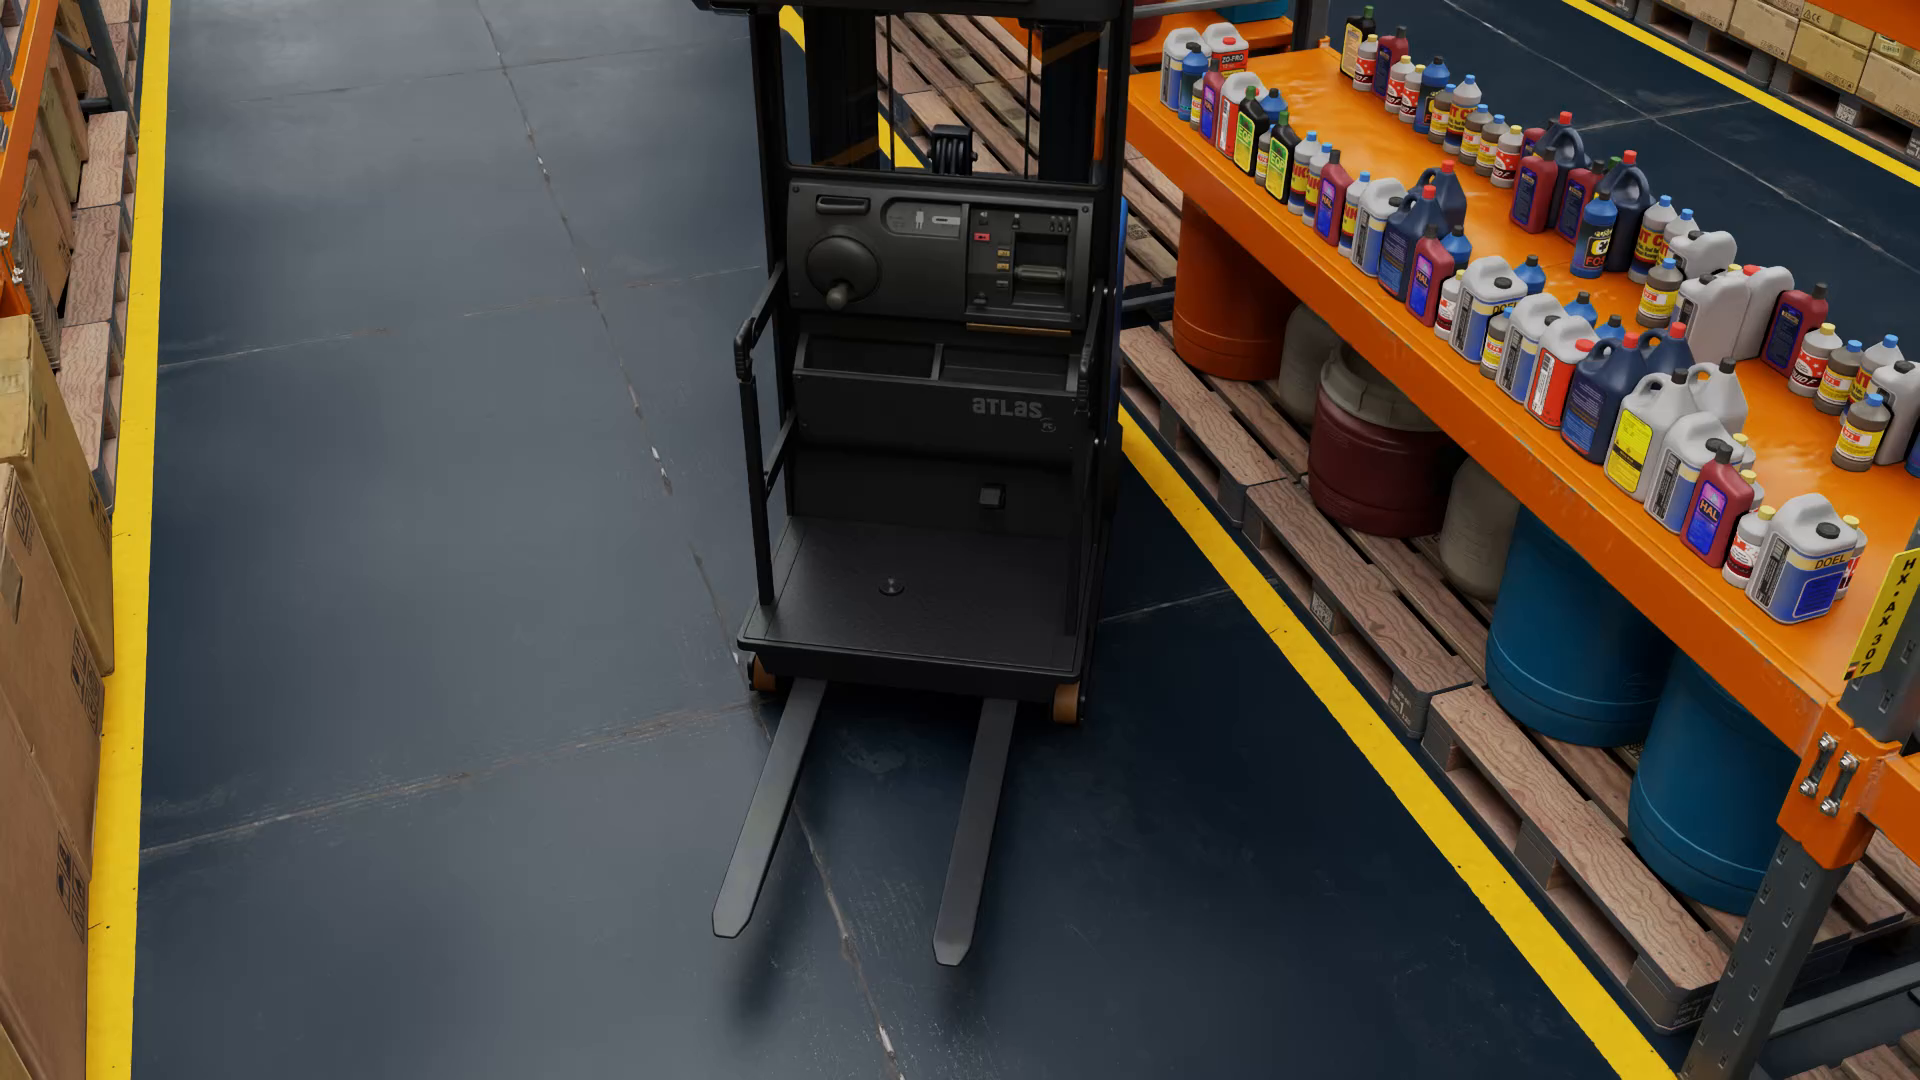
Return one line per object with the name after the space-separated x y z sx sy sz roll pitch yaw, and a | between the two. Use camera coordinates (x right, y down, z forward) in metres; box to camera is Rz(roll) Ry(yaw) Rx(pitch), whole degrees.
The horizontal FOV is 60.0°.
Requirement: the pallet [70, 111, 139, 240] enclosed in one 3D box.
-4.760 -1.794 8.456 1.003 0.211 1.213 -12 39 -16 | pallet

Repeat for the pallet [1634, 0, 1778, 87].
4.987 -3.184 10.301 1.003 0.211 1.213 -12 39 -16 | pallet

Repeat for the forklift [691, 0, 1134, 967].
-0.097 -0.799 4.875 1.130 2.935 3.031 5 37 7 | forklift

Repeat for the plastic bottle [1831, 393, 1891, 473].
2.336 -0.285 4.300 0.097 0.201 0.097 0 37 0 | plastic bottle

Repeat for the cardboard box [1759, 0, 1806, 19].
4.882 -3.253 9.545 0.500 0.311 0.500 -13 39 -16 | cardboard box

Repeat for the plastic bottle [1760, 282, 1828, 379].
2.343 -0.604 4.656 0.061 0.283 0.133 -12 39 -16 | plastic bottle

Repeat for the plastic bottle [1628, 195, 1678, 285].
2.126 -0.923 5.089 0.097 0.271 0.097 0 37 0 | plastic bottle

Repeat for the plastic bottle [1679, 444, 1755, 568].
1.812 -0.084 3.965 0.061 0.283 0.133 -12 39 -16 | plastic bottle

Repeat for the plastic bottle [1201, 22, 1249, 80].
0.986 -1.784 6.228 0.152 0.276 0.135 -12 39 -16 | plastic bottle

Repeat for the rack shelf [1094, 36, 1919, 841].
1.686 -0.696 5.279 1.077 0.370 4.000 -12 39 -16 | rack shelf

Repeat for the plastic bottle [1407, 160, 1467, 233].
1.468 -1.015 5.145 0.144 0.351 0.185 -12 39 -16 | plastic bottle

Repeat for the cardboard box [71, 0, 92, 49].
-5.334 -3.073 9.565 0.500 0.500 0.500 -1 37 -1 | cardboard box

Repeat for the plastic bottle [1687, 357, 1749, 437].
1.886 -0.315 4.216 0.144 0.351 0.185 -12 39 -16 | plastic bottle

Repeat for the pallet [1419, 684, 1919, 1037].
2.148 0.816 4.991 1.003 0.211 1.213 -12 39 -16 | pallet

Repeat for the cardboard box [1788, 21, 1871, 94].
5.059 -2.743 9.335 0.500 0.250 0.500 -13 39 -16 | cardboard box

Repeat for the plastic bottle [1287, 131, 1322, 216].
1.142 -1.212 5.473 0.097 0.271 0.097 0 37 0 | plastic bottle

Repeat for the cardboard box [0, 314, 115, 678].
-3.435 -0.012 5.190 1.225 0.875 0.875 -14 39 -18 | cardboard box

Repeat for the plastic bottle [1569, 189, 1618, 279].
1.957 -0.948 5.122 0.097 0.271 0.097 0 37 0 | plastic bottle

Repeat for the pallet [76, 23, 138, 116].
-5.294 -2.605 9.533 1.003 0.211 1.213 -12 39 -16 | pallet

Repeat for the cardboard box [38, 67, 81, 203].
-4.692 -1.900 7.991 0.700 0.500 0.500 -13 39 -16 | cardboard box

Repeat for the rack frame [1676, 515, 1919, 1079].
2.374 0.147 3.562 1.000 3.000 0.127 -12 39 -16 | rack frame

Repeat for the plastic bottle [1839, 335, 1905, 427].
2.432 -0.420 4.422 0.097 0.271 0.097 0 37 0 | plastic bottle

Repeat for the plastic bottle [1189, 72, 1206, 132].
0.891 -1.596 6.041 0.097 0.201 0.097 0 37 0 | plastic bottle

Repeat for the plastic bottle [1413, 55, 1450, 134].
1.706 -1.612 6.004 0.097 0.271 0.097 0 37 0 | plastic bottle

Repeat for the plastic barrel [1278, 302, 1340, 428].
1.460 -0.714 6.423 0.421 0.512 0.421 0 37 0 | plastic barrel

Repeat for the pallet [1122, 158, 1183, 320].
0.767 -1.445 7.993 1.003 0.211 1.213 -12 39 -16 | pallet

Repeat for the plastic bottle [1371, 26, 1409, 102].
1.617 -1.796 6.238 0.061 0.283 0.133 -12 39 -16 | plastic bottle

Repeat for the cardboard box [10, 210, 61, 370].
-4.105 -0.950 6.730 0.700 0.500 0.500 -16 40 -20 | cardboard box

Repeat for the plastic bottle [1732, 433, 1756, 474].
1.920 -0.172 4.151 0.097 0.201 0.097 0 37 0 | plastic bottle

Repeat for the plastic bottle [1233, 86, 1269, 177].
1.005 -1.409 5.724 0.061 0.283 0.133 -12 39 -16 | plastic bottle

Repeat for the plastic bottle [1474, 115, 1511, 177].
1.840 -1.364 5.733 0.097 0.201 0.097 0 37 0 | plastic bottle

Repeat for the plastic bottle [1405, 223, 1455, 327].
1.387 -0.782 4.892 0.061 0.283 0.133 -12 39 -16 | plastic bottle

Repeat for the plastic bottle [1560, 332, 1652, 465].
1.687 -0.390 4.315 0.144 0.351 0.185 -12 39 -16 | plastic bottle

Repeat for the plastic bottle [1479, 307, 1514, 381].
1.524 -0.557 4.661 0.097 0.201 0.097 0 37 0 | plastic bottle

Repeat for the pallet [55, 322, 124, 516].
-3.921 -0.415 6.626 1.003 0.211 1.213 -12 39 -16 | pallet

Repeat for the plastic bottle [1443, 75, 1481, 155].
1.773 -1.502 5.858 0.097 0.271 0.097 0 37 0 | plastic bottle

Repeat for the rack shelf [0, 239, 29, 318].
-2.965 0.330 3.917 1.077 0.370 4.000 -12 39 -16 | rack shelf

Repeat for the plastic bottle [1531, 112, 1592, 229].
1.946 -1.209 5.403 0.144 0.351 0.185 -12 39 -16 | plastic bottle

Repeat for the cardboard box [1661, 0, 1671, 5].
4.535 -3.605 10.480 0.500 0.250 0.500 -14 39 -17 | cardboard box

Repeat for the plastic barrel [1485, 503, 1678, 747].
1.959 0.106 5.011 0.600 0.901 0.708 -12 39 -16 | plastic barrel

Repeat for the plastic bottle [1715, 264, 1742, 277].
2.240 -0.709 4.863 0.097 0.201 0.097 0 37 0 | plastic bottle

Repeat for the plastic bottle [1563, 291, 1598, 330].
1.700 -0.561 4.609 0.097 0.271 0.097 0 37 0 | plastic bottle

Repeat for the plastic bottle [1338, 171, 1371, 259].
1.254 -1.027 5.227 0.097 0.271 0.097 0 37 0 | plastic bottle
